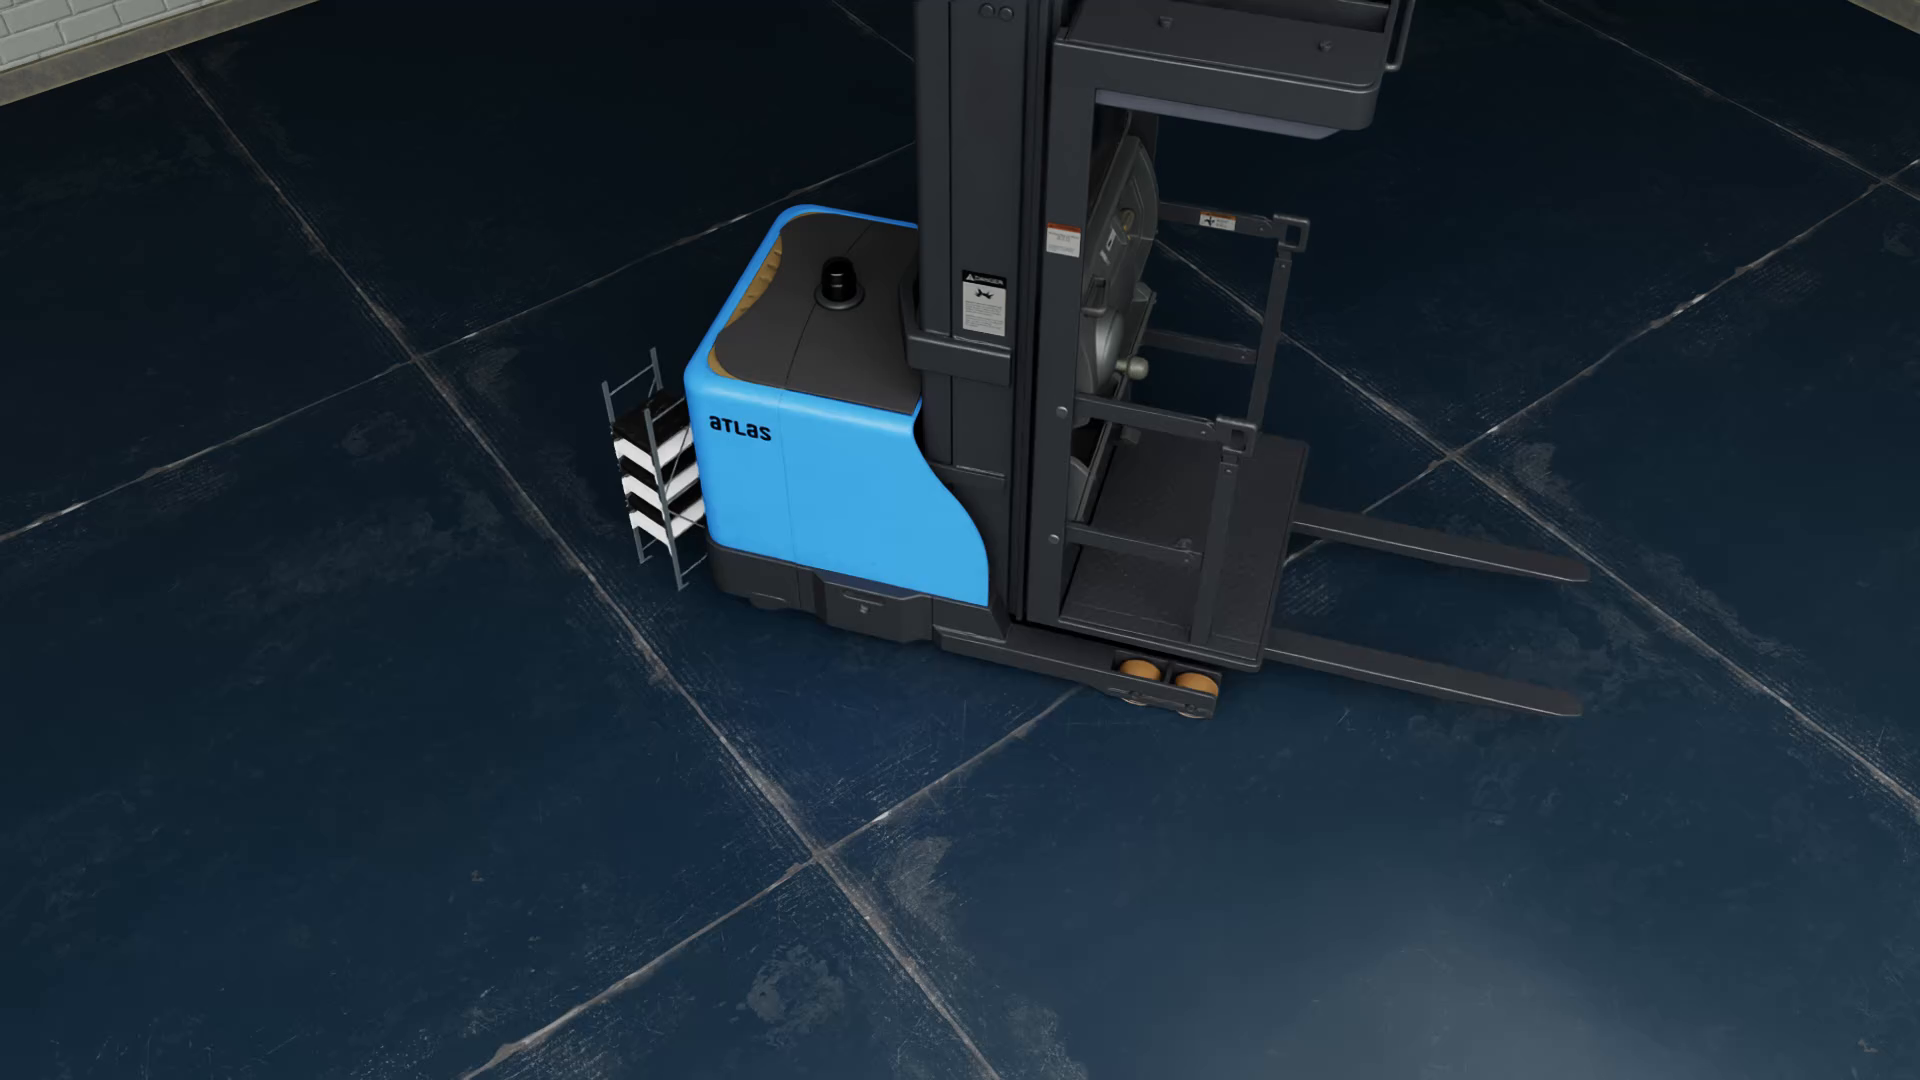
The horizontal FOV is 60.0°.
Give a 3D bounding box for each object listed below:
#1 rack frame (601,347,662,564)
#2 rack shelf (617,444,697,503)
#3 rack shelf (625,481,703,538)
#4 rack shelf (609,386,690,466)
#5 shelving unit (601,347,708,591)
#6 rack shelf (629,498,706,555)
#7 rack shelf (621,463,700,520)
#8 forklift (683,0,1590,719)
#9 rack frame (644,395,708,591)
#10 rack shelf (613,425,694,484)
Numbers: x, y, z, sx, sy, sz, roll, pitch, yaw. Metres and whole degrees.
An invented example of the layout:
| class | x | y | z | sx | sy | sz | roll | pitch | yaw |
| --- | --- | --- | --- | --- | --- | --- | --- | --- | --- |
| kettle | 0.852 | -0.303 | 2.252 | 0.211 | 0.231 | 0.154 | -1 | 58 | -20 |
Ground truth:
| class | x | y | z | sx | sy | sz | roll | pitch | yaw |
| --- | --- | --- | --- | --- | --- | --- | --- | --- | --- |
| rack frame | -1.109 | -0.282 | 5.898 | 0.006 | 0.900 | 0.240 | 32 | 55 | 25 |
| rack shelf | -1.031 | -0.272 | 5.812 | 0.200 | 0.077 | 0.258 | 32 | 55 | 25 |
| rack shelf | -1.031 | -0.151 | 5.946 | 0.200 | 0.077 | 0.258 | 32 | 55 | 25 |
| rack shelf | -1.031 | -0.392 | 5.679 | 0.200 | 0.077 | 0.258 | 32 | 55 | 25 |
| shelving unit | -1.031 | -0.234 | 5.854 | 0.210 | 0.900 | 0.258 | 32 | 55 | 25 |
| rack shelf | -1.031 | -0.090 | 6.012 | 0.200 | 0.077 | 0.258 | 32 | 55 | 25 |
| rack shelf | -1.031 | -0.211 | 5.879 | 0.200 | 0.077 | 0.258 | 32 | 55 | 25 |
| forklift | 0.673 | -0.817 | 5.012 | 3.031 | 2.935 | 1.130 | 12 | 49 | 11 |
| rack frame | -0.952 | -0.185 | 5.811 | 0.006 | 0.900 | 0.240 | 32 | 55 | 25 |
| rack shelf | -1.031 | -0.332 | 5.746 | 0.200 | 0.077 | 0.258 | 32 | 55 | 25 |
